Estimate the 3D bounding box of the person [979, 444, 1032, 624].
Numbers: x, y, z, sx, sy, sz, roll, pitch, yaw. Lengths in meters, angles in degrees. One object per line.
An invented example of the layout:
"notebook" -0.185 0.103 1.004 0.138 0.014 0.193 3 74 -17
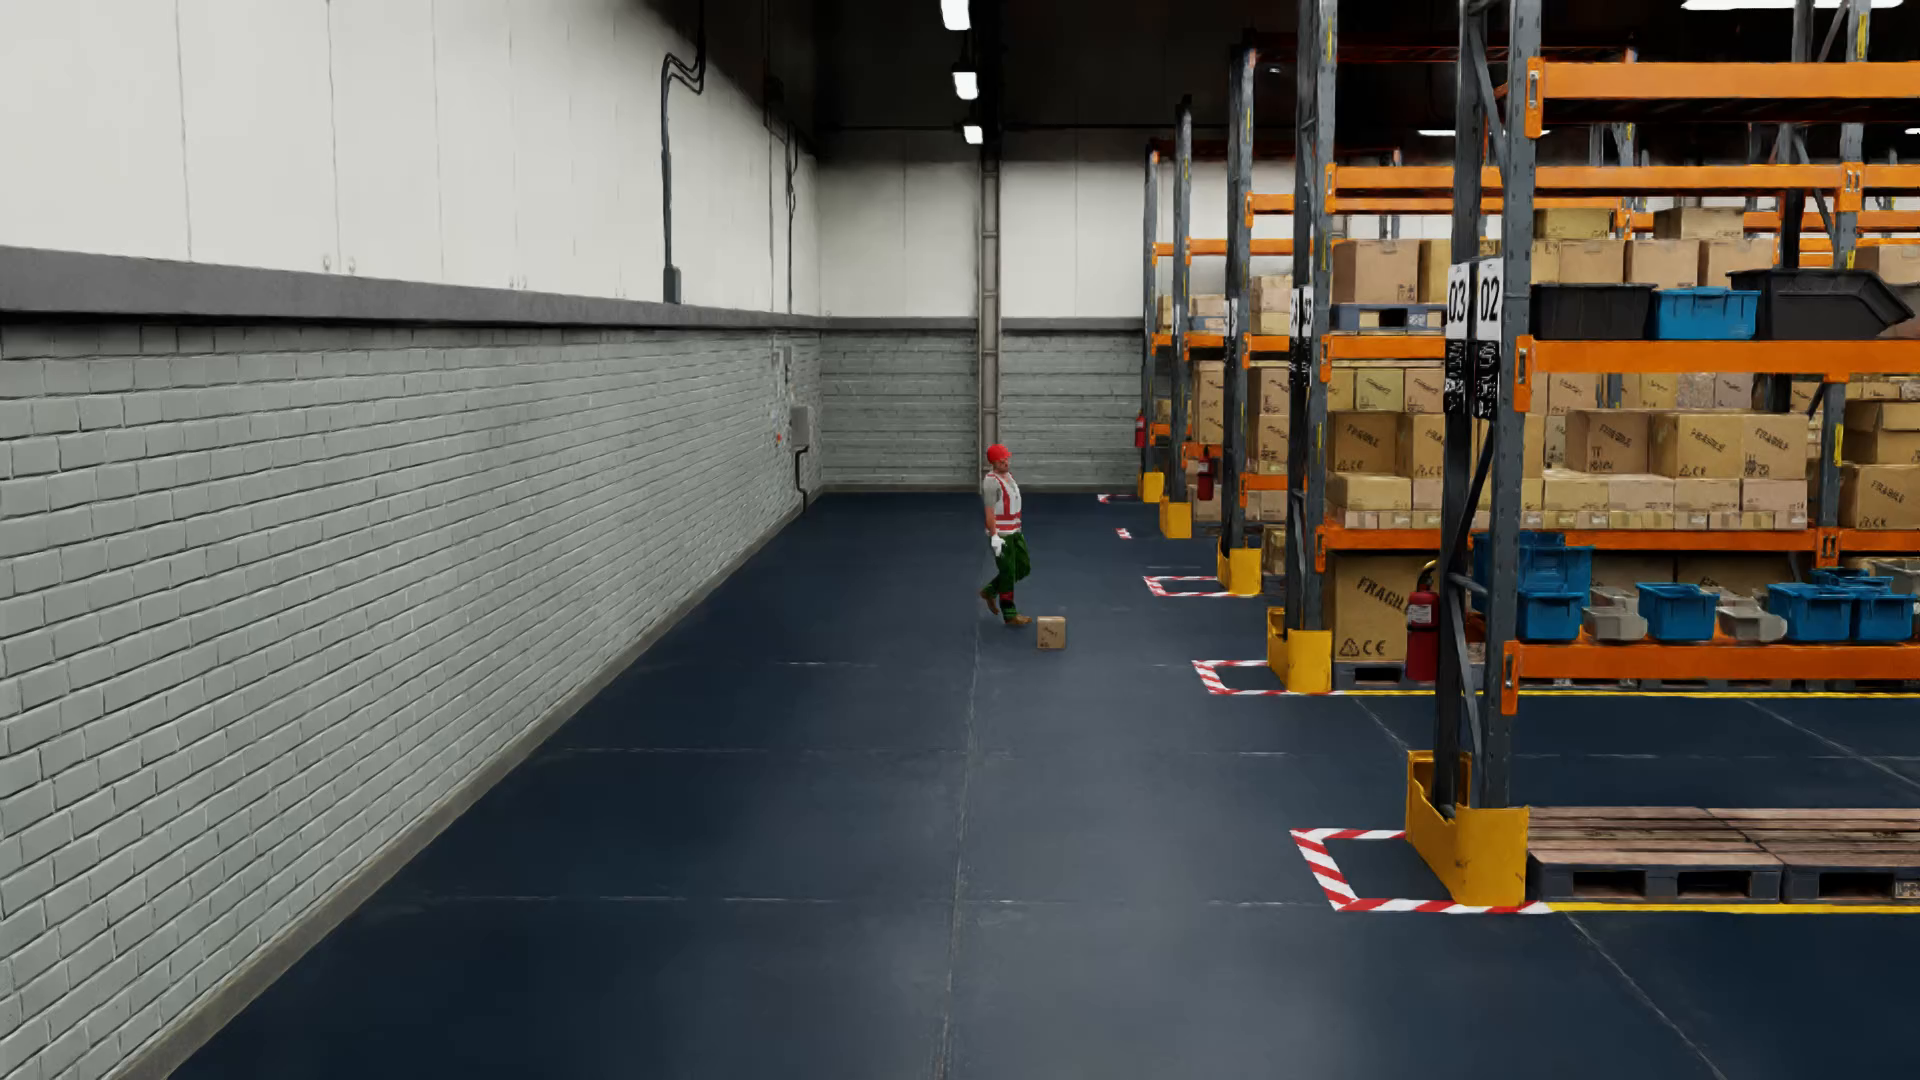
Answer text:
"person" 0.390 -0.055 16.051 0.593 1.765 0.592 4 8 27
